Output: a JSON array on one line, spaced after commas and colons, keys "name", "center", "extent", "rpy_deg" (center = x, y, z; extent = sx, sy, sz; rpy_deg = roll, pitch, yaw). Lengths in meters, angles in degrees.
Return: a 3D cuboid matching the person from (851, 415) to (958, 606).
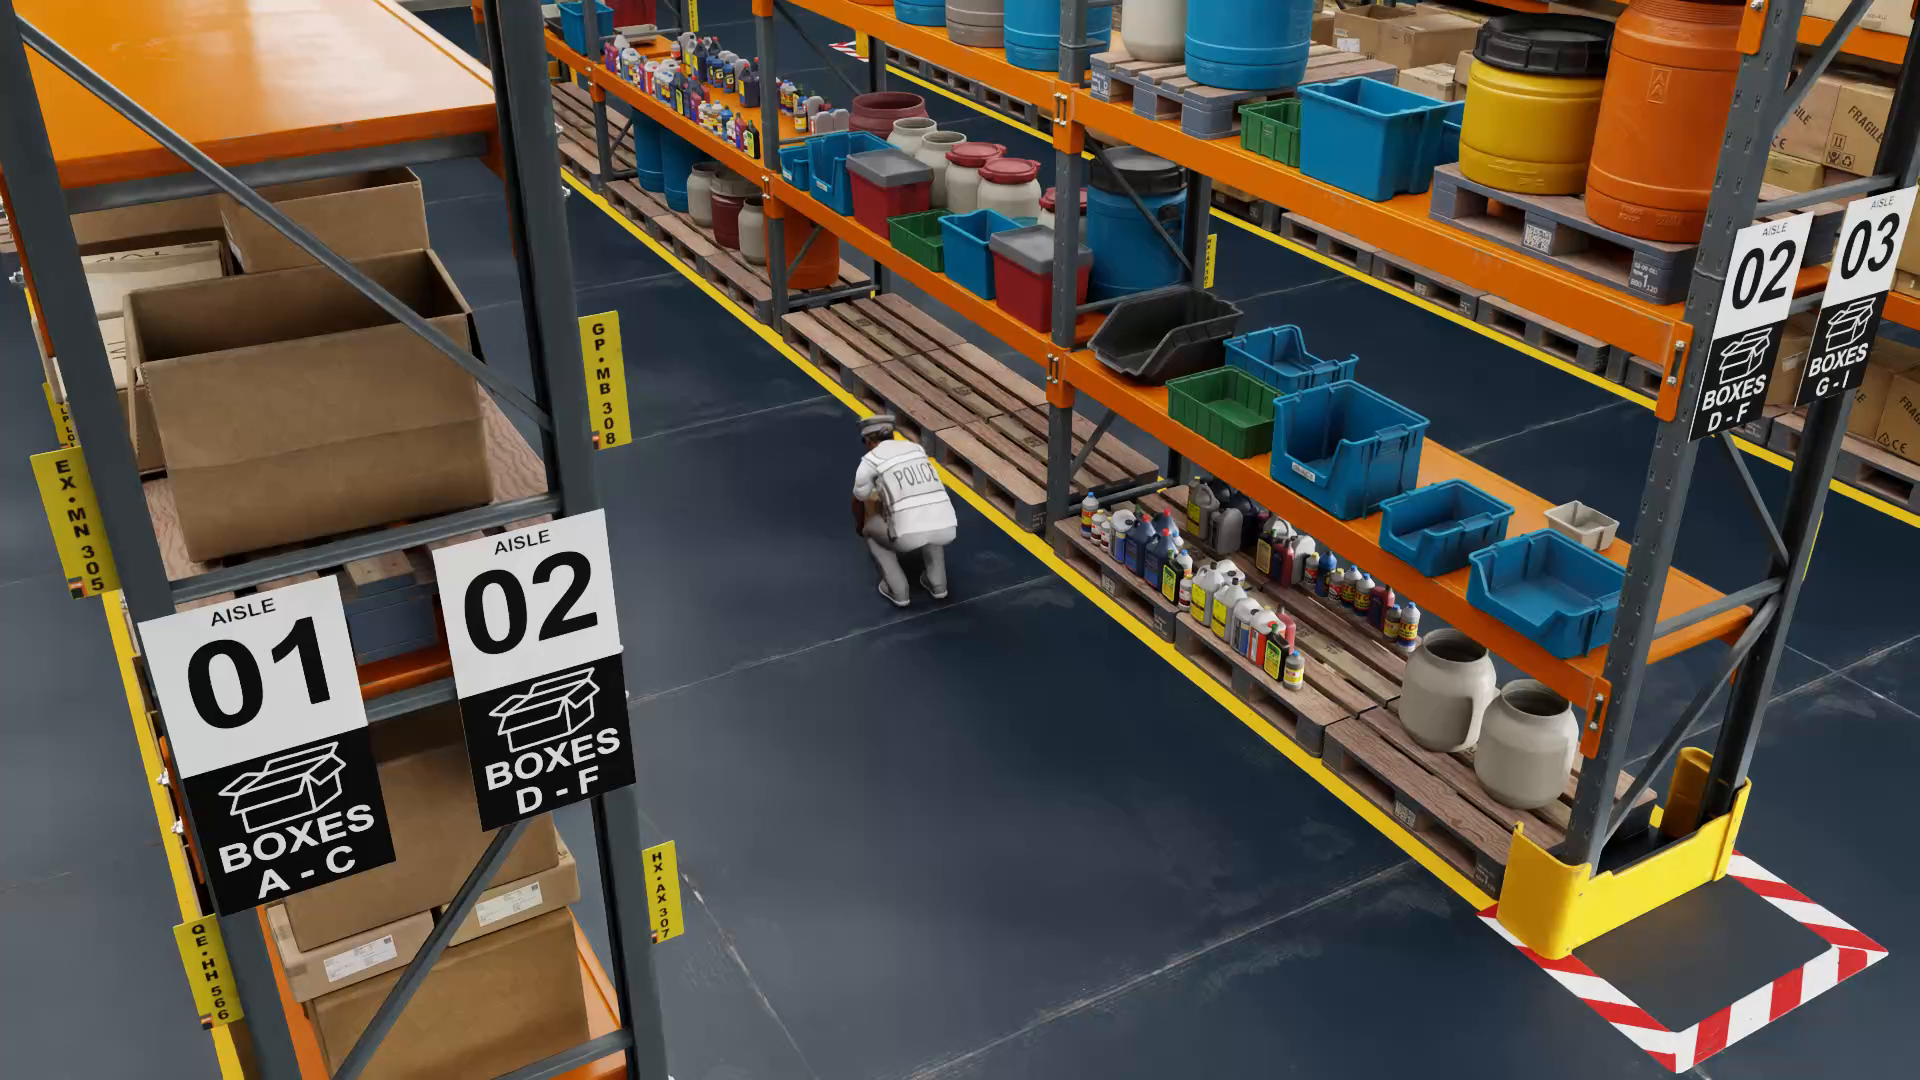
[{"name": "person", "center": [-0.335, -0.175, 9.553], "extent": [0.485, 1.003, 0.834], "rpy_deg": [-11, 31, -19]}]
